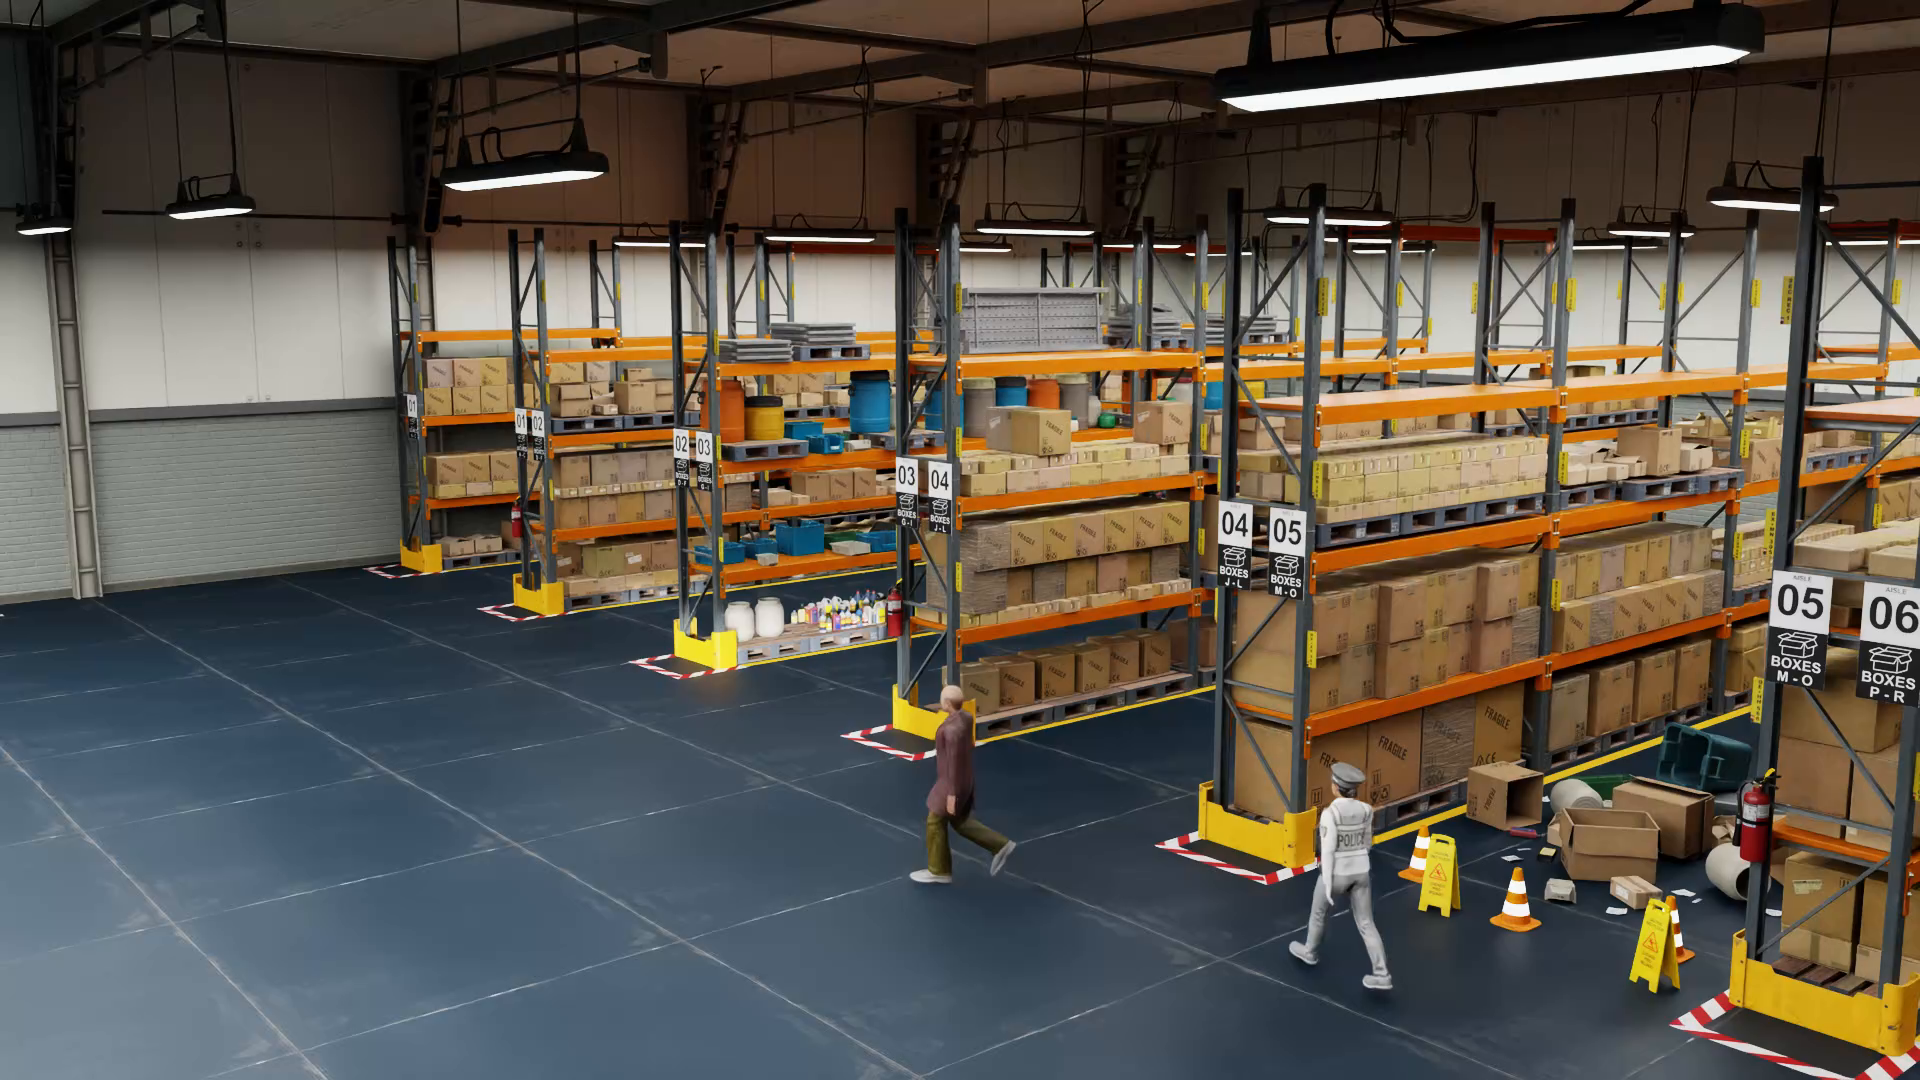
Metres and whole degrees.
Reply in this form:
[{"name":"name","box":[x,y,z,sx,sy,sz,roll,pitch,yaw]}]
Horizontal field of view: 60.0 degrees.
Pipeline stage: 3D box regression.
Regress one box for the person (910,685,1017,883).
[{"name":"person","box":[0.030,2.100,14.311,0.906,1.743,0.615,2,9,11]}]

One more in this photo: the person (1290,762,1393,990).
[{"name":"person","box":[2.853,2.472,12.364,0.491,1.620,1.042,-3,9,-21]}]

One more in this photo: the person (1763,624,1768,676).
[{"name":"person","box":[9.306,1.477,18.780,0.533,1.669,0.495,-7,11,-38]}]
